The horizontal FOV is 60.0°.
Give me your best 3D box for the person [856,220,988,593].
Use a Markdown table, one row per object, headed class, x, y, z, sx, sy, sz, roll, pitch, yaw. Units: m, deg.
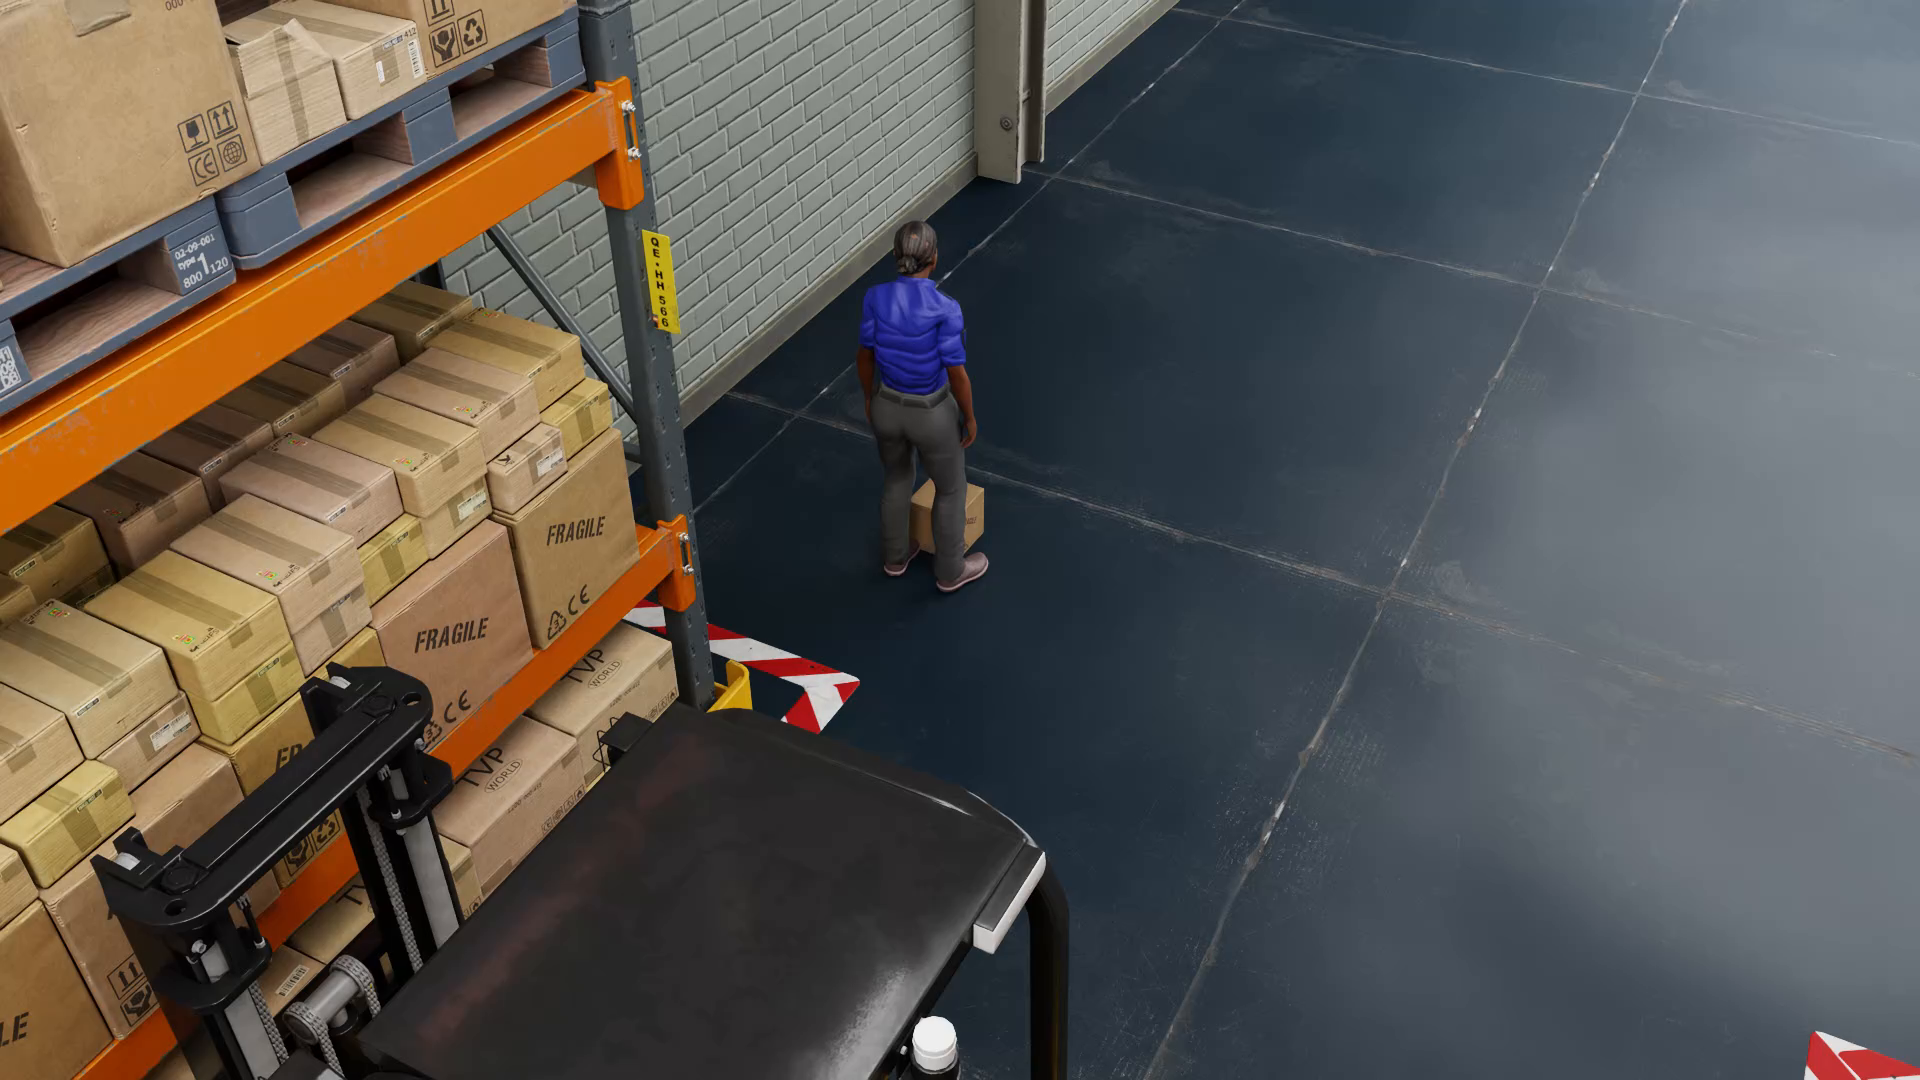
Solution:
| class | x | y | z | sx | sy | sz | roll | pitch | yaw |
| --- | --- | --- | --- | --- | --- | --- | --- | --- | --- |
| person | -0.162 | -0.526 | 6.824 | 0.532 | 1.655 | 0.346 | 16 | 41 | 19 |
